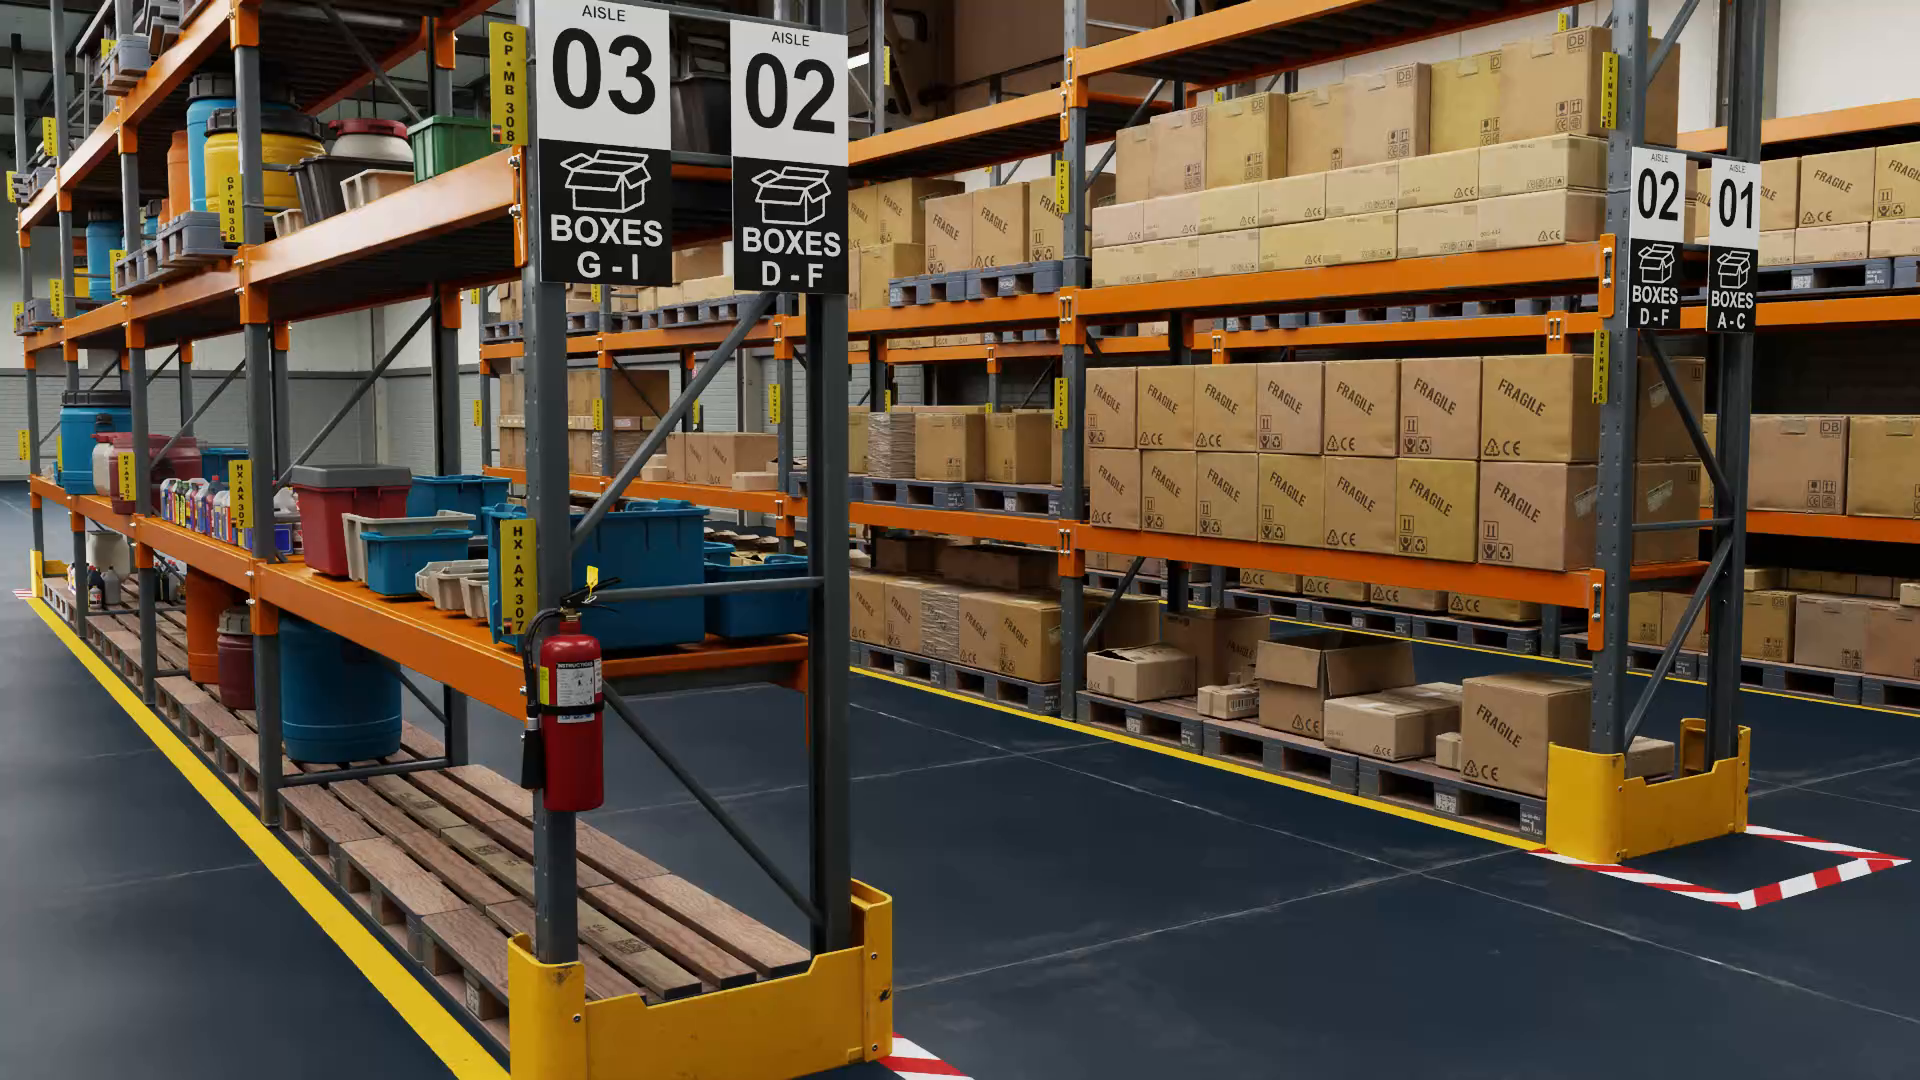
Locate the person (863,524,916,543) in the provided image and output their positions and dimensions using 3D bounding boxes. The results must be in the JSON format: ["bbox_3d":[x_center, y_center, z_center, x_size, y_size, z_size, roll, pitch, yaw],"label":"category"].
[{"bbox_3d":[-0.697,-0.154,16.625,0.626,1.760,0.461,-3,6,-34],"label":"person"}]
